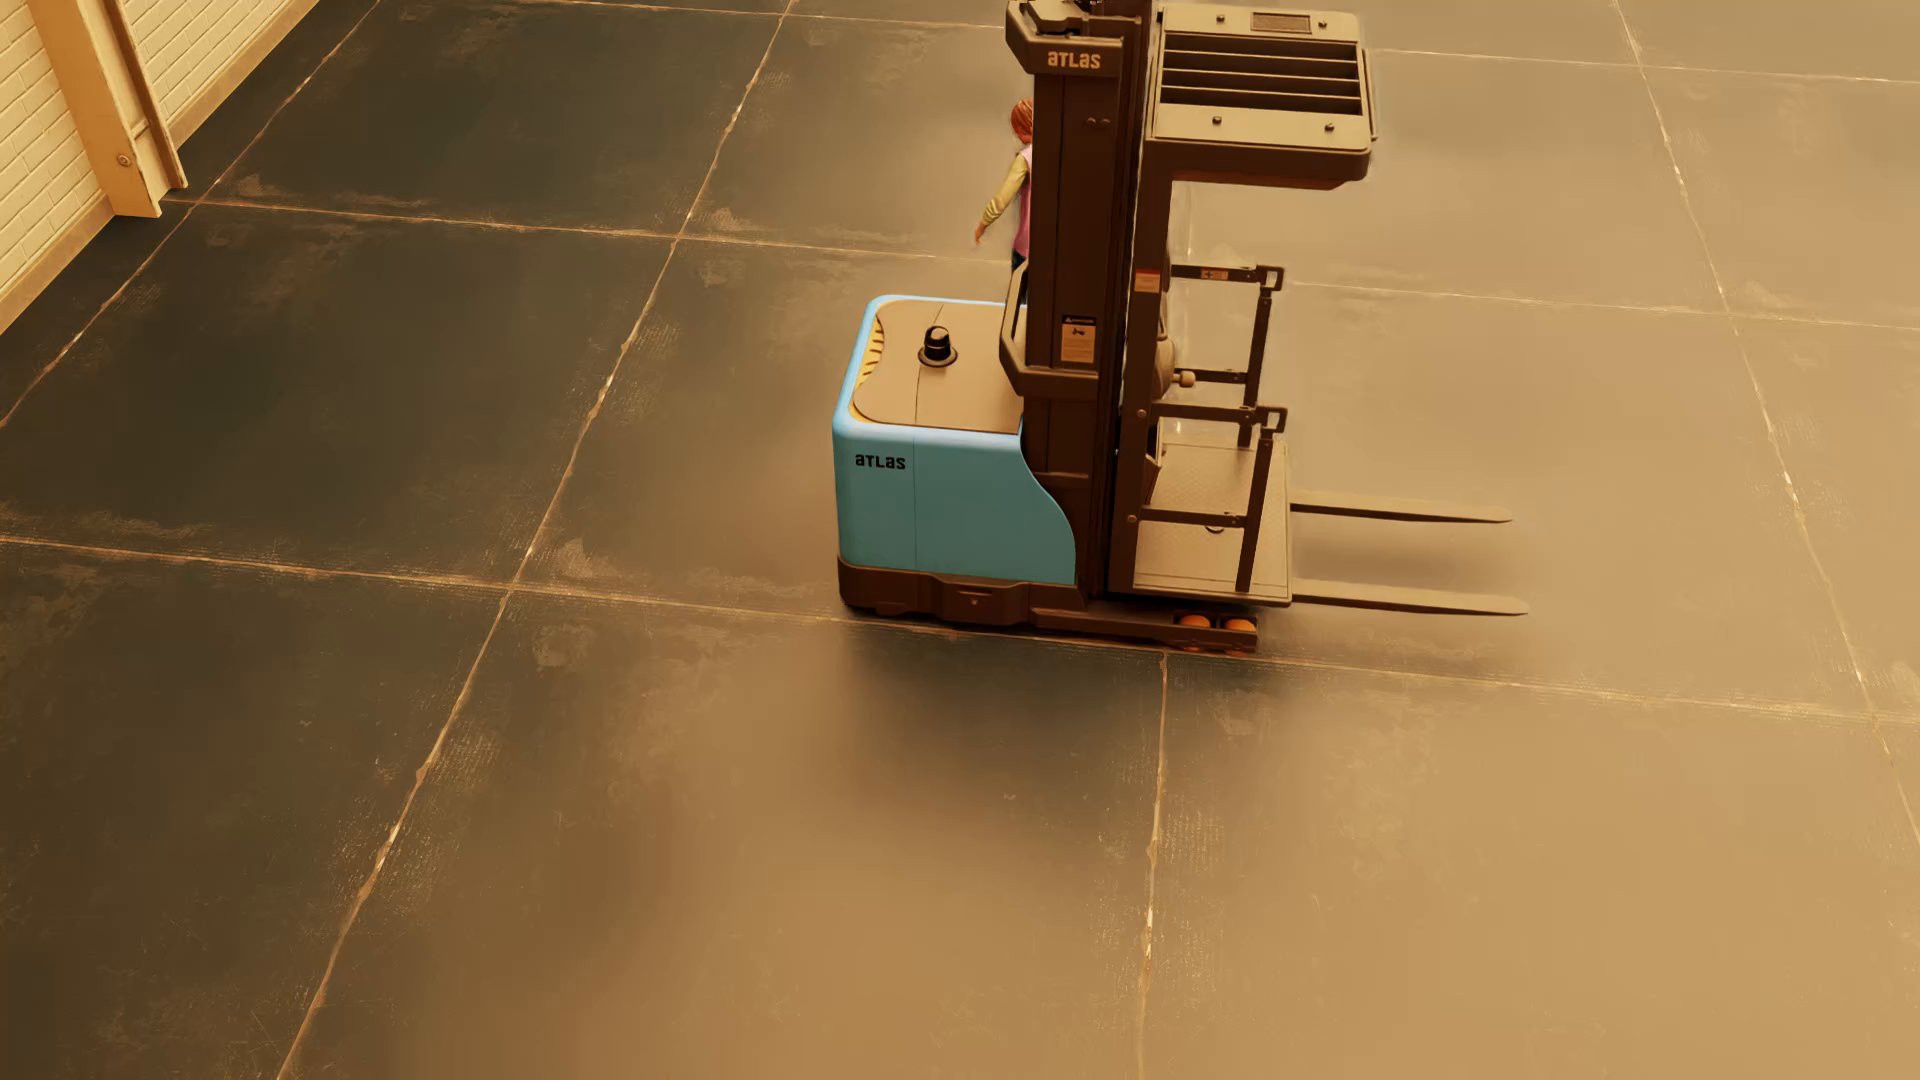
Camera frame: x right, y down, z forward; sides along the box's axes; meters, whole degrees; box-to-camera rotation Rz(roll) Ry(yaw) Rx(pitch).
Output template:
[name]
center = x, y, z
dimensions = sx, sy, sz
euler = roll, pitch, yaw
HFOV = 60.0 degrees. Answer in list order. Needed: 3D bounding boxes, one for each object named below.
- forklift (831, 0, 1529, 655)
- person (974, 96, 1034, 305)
[forklift]
center = 1.011, -0.956, 6.765
dimensions = 3.031, 2.935, 1.130
euler = 5, 43, 6
[person]
center = 0.476, -1.553, 8.556
dimensions = 0.773, 1.412, 0.527
euler = -8, 43, -9
